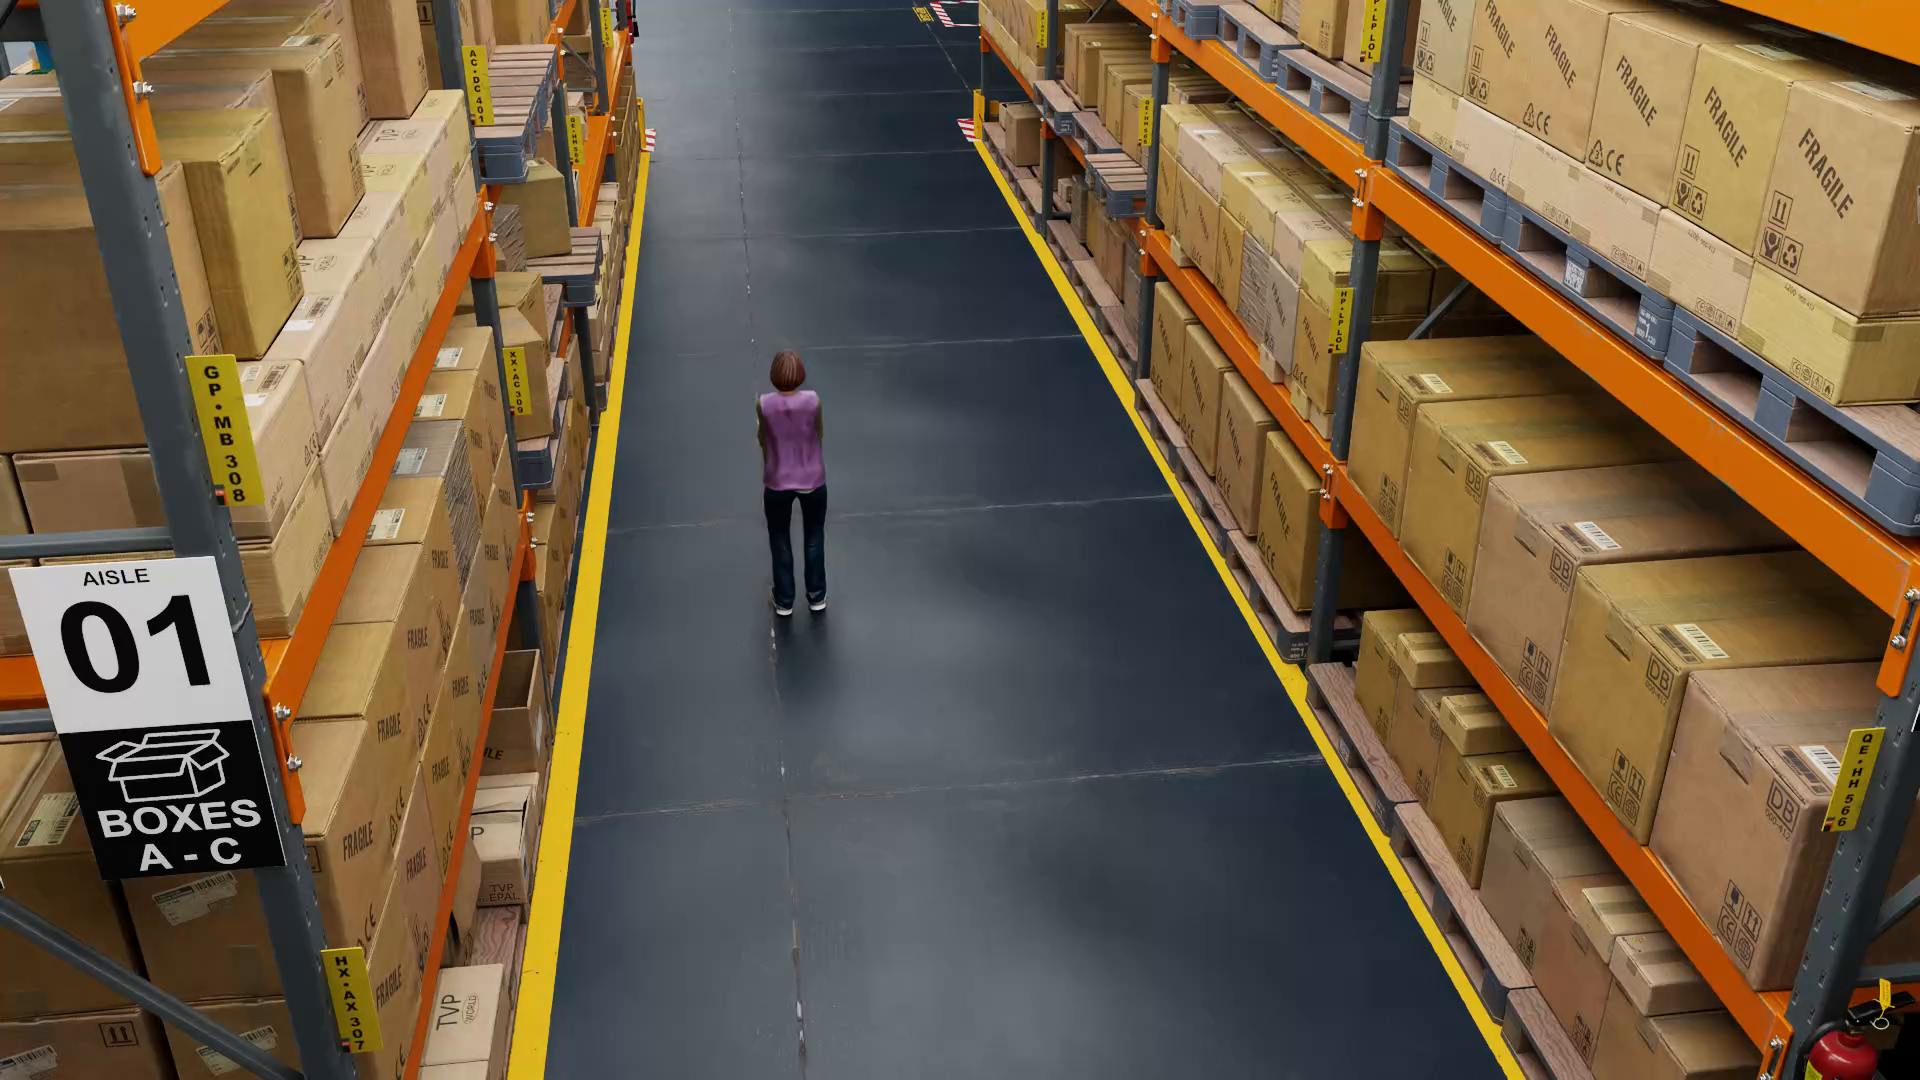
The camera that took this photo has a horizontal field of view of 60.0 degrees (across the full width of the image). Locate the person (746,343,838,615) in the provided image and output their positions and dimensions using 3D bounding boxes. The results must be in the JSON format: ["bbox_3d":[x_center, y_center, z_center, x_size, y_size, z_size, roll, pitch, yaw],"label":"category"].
[{"bbox_3d":[-0.934,-0.311,9.229,0.484,1.592,0.346,-5,28,-10],"label":"person"}]
